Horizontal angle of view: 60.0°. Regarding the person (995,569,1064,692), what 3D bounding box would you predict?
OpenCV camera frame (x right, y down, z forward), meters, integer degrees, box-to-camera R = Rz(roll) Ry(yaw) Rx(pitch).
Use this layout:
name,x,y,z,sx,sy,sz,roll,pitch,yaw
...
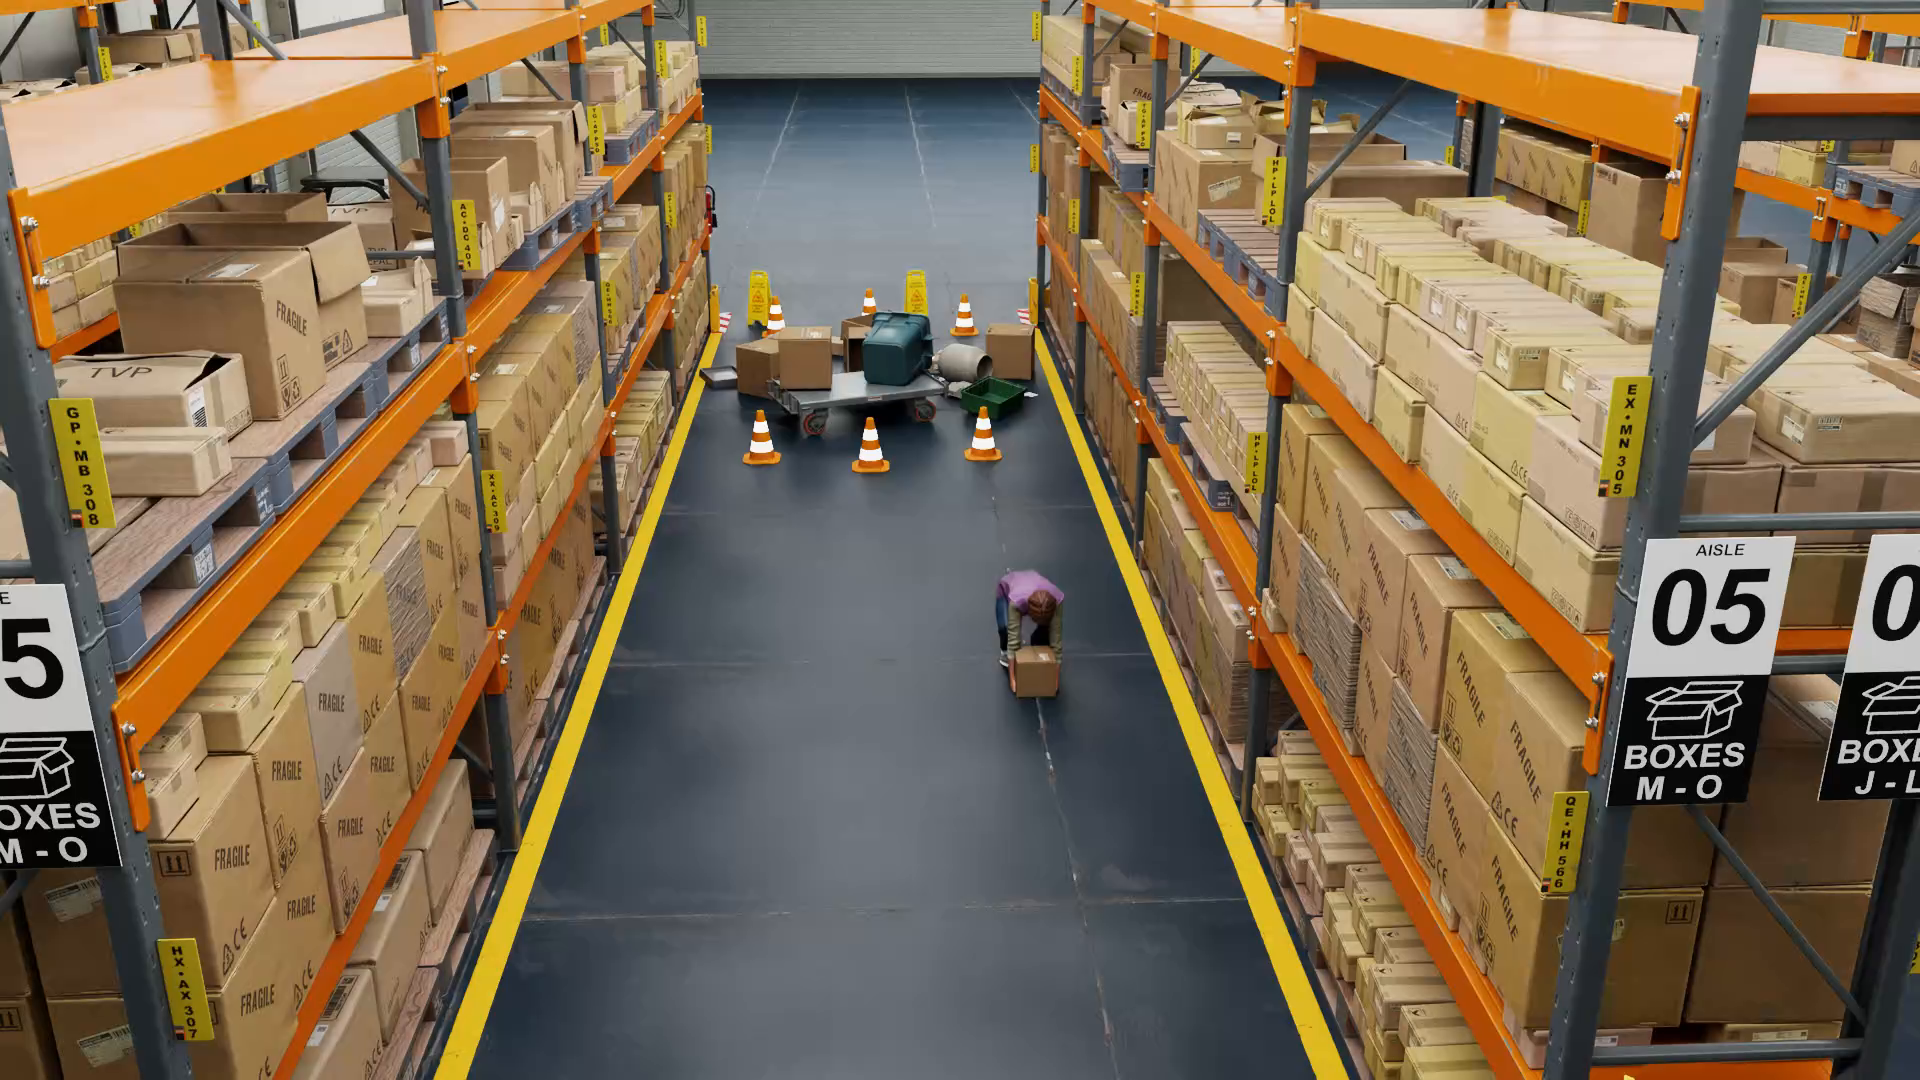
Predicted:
name,x,y,z,sx,sy,sz,roll,pitch,yaw
person,0.454,0.553,10.953,0.426,0.717,0.852,-2,21,-4
